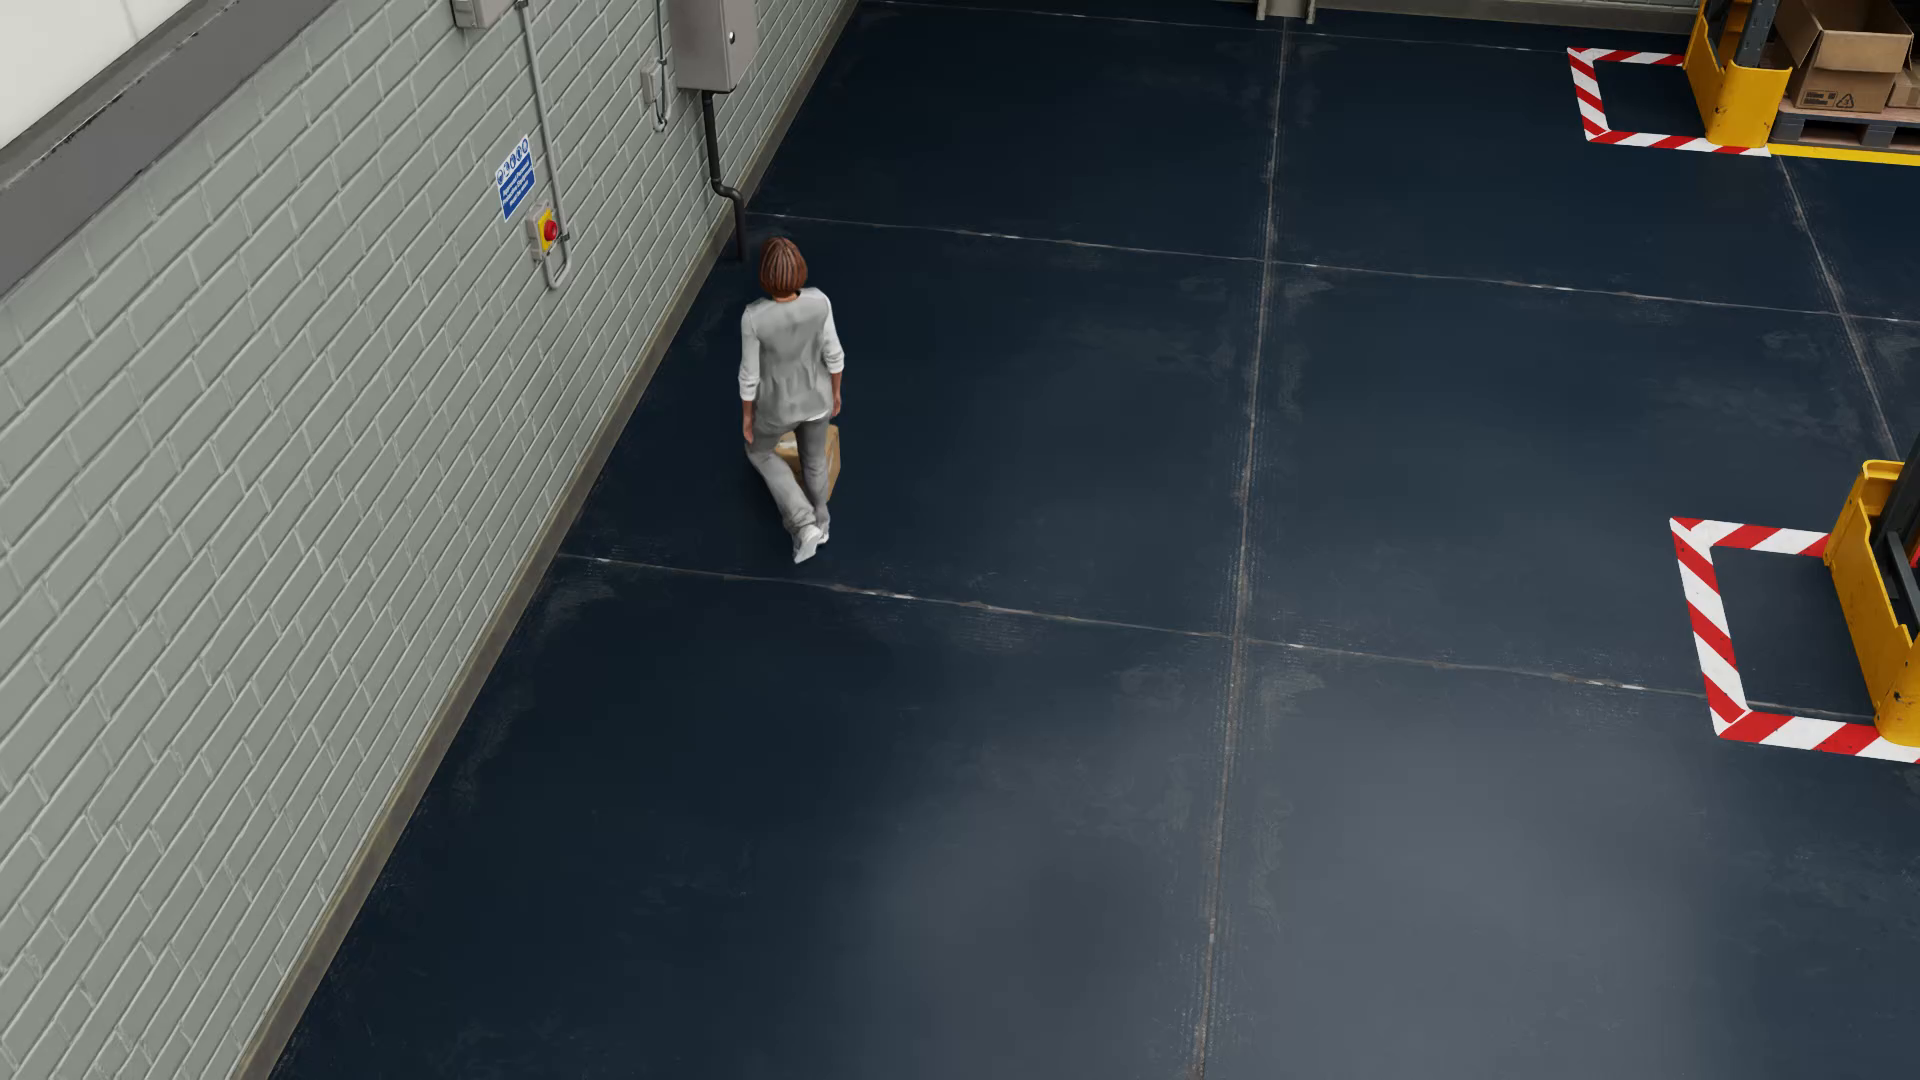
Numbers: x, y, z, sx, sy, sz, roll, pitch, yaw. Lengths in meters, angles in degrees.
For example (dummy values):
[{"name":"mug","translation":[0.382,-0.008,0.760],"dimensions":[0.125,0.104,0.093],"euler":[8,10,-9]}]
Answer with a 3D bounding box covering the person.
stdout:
[{"name":"person","translation":[-0.685,-0.549,6.784],"dimensions":[0.437,1.600,0.518],"euler":[-17,44,-19]}]
